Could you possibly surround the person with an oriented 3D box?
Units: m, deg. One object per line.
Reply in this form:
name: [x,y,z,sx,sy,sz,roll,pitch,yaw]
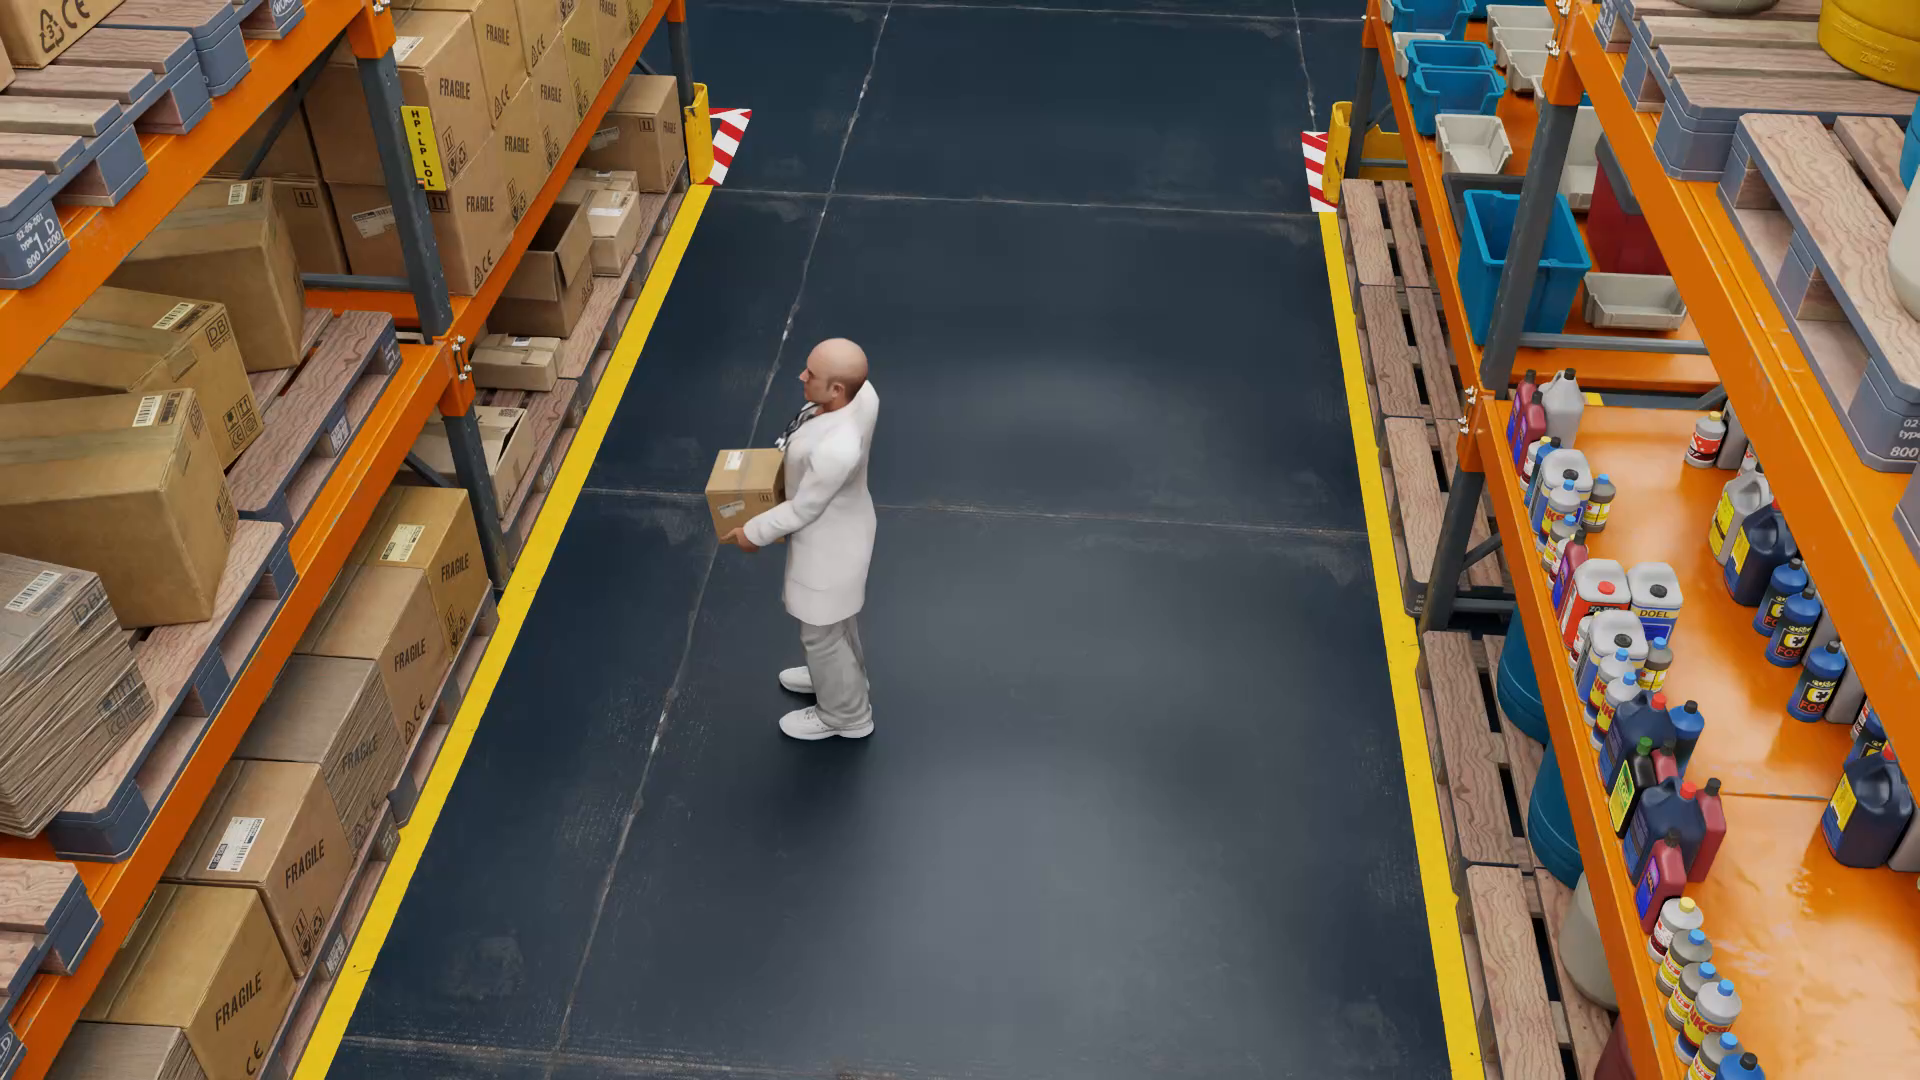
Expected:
person: [-0.578,-0.002,6.175,0.553,1.772,0.529,4,40,5]
